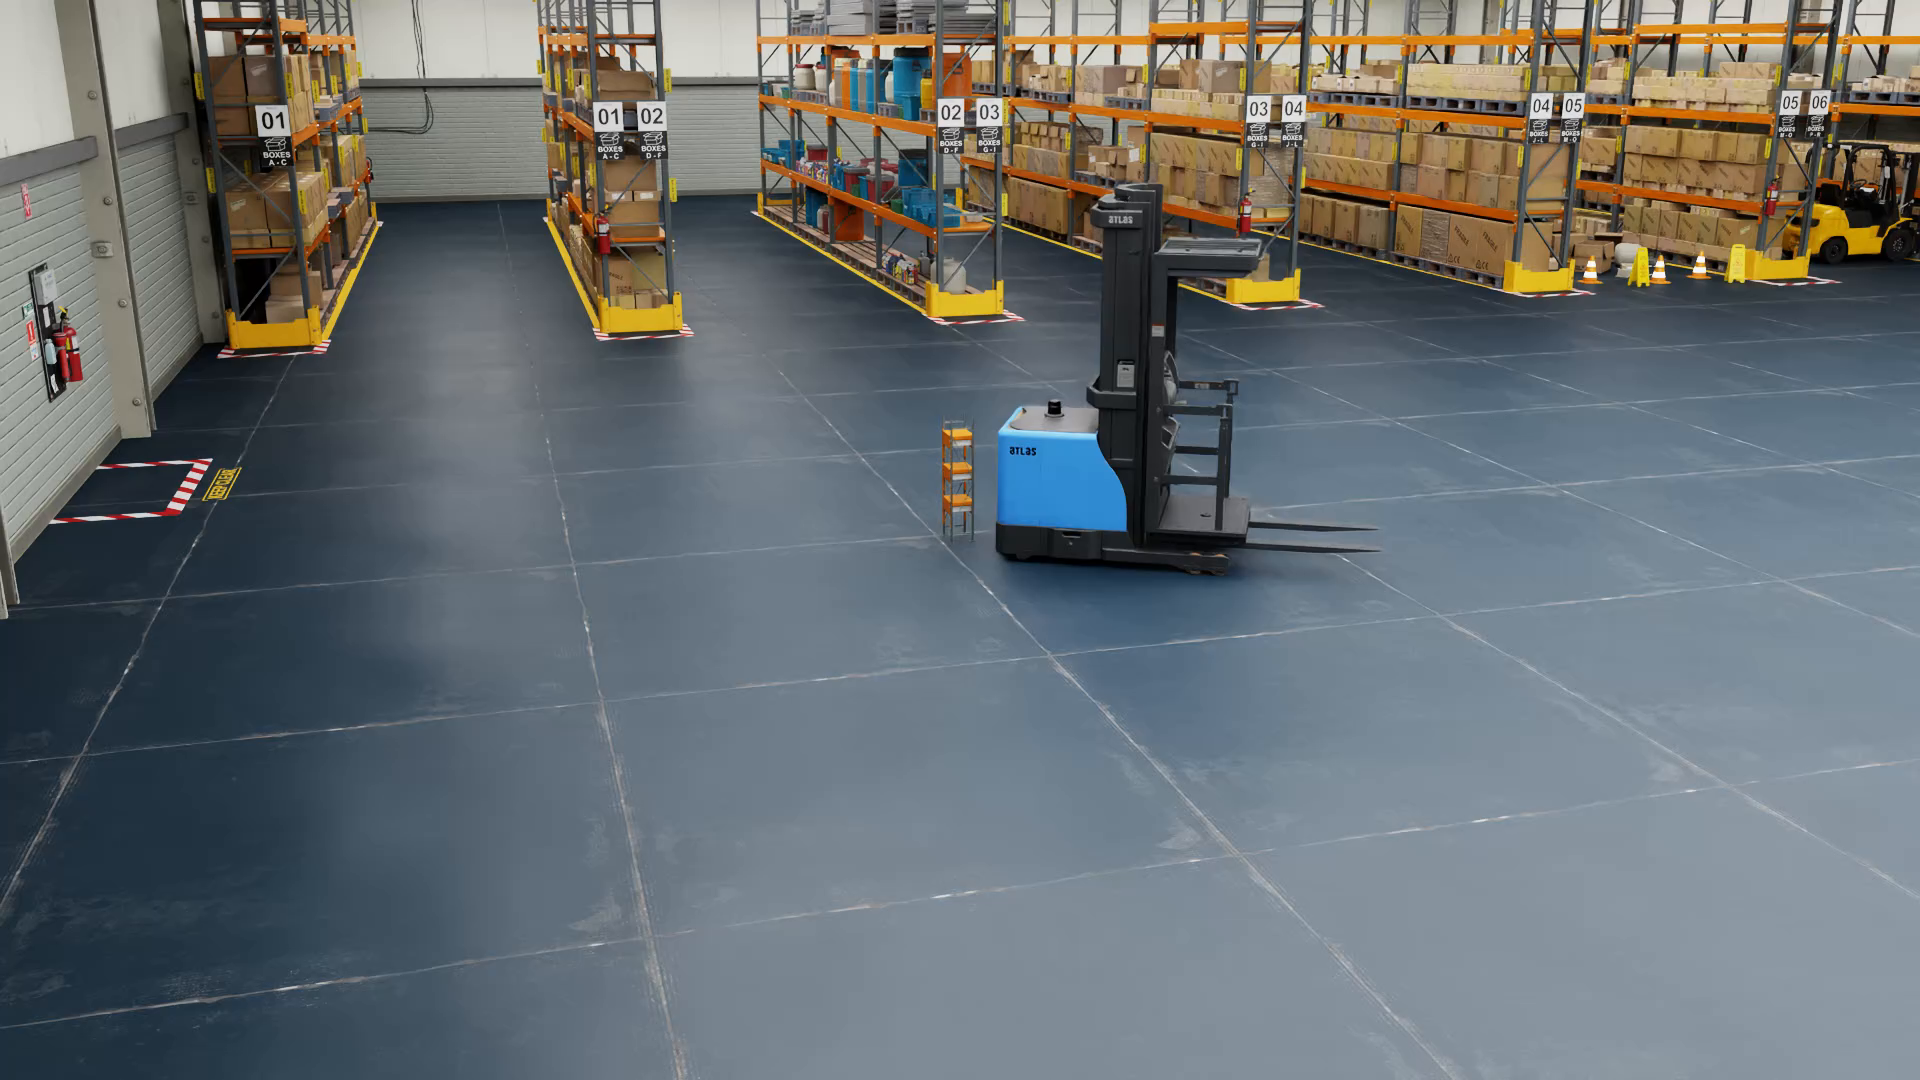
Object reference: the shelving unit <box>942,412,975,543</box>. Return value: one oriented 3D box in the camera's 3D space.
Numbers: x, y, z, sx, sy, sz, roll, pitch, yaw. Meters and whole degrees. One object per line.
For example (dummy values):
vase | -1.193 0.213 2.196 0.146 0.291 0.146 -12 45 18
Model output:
shelving unit | -0.015 -0.518 13.850 0.215 1.050 0.252 -5 17 -15

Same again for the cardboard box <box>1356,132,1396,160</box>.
cardboard box | 8.171 -7.695 32.442 0.700 0.500 0.500 -5 17 -15

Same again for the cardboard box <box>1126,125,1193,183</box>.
cardboard box | 3.715 -7.104 30.616 1.000 1.000 1.000 -5 17 -15

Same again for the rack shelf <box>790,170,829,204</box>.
rack shelf | -2.613 -7.308 34.319 1.077 0.370 4.000 -5 17 -15

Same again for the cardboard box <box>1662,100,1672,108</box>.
cardboard box | 13.400 -8.170 31.159 0.380 0.149 0.250 -4 17 -14

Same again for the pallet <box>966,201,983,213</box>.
pallet | 0.796 -8.154 40.730 1.003 0.211 1.213 -5 17 -15

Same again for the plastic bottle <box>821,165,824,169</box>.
plastic bottle | -2.811 -7.501 33.911 0.061 0.283 0.133 -5 17 -15

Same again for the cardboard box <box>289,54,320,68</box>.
cardboard box | -12.406 -9.072 31.483 0.500 0.250 0.500 -5 18 -17

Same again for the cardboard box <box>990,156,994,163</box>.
cardboard box | 0.918 -8.821 38.539 0.380 0.149 0.250 -4 17 -14

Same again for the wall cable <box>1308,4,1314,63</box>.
wall cable | 11.608 -15.198 48.842 2.988 3.039 0.133 -5 17 -15

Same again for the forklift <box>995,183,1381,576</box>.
forklift | 1.857 -1.292 13.158 3.031 2.935 1.130 3 17 11

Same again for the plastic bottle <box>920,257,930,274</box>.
plastic bottle | -0.593 -4.672 28.263 0.152 0.276 0.135 -5 17 -15

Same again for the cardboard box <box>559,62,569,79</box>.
cardboard box | -7.489 -9.035 32.525 0.600 0.600 0.600 -5 18 -17

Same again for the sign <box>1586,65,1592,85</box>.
sign | 10.230 -7.578 27.095 0.100 0.325 0.005 -5 17 -15

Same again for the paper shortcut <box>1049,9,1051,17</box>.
paper shortcut | 1.831 -10.755 33.872 0.009 0.170 0.078 6 -17 -18

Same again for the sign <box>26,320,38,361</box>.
sign | -8.070 -1.739 14.464 0.001 0.329 0.234 -5 17 -15

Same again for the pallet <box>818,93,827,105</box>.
pallet | -2.179 -8.665 32.699 1.003 0.211 1.213 -5 17 -15

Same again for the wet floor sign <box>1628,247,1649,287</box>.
wet floor sign | 11.606 -4.664 28.356 0.267 0.644 0.232 -8 18 -25

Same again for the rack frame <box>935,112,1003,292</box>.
rack frame | 0.135 -4.887 25.007 1.000 3.000 0.127 -5 17 -15

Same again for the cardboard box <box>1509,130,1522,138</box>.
cardboard box | 12.129 -8.524 35.693 0.500 0.500 0.500 -5 17 -17

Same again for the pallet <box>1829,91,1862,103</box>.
pallet | 17.843 -9.150 34.317 0.805 0.209 1.217 -5 18 -17

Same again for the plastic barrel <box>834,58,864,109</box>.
plastic barrel | -2.046 -8.532 31.057 0.600 0.901 0.600 0 17 0

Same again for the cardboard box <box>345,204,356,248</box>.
cardboard box | -11.899 -5.945 31.535 0.750 0.750 0.750 -5 17 -16

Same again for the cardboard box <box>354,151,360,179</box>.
cardboard box | -12.821 -7.718 33.910 0.980 0.700 0.700 -4 17 -14

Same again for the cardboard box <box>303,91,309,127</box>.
cardboard box | -9.798 -6.293 24.265 0.500 0.500 0.500 -5 18 -17

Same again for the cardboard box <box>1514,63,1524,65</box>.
cardboard box | 14.803 -12.343 43.490 0.500 0.250 0.500 -5 17 -16

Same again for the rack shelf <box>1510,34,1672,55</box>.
rack shelf | 12.777 -10.059 33.742 1.077 0.370 4.000 -5 17 -15

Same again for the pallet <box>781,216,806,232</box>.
pallet | -3.402 -7.071 37.125 1.003 0.211 1.213 -5 17 -15

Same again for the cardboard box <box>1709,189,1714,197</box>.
cardboard box | 13.856 -6.313 30.191 0.380 0.149 0.250 -4 17 -14

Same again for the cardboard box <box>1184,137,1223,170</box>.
cardboard box | 4.101 -6.496 27.933 0.500 0.500 0.500 -5 17 -15

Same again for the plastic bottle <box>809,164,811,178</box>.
plastic bottle | -3.078 -7.632 34.369 0.097 0.271 0.097 0 17 0

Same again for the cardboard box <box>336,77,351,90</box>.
cardboard box | -12.624 -9.249 33.670 0.500 0.250 0.500 -5 17 -15

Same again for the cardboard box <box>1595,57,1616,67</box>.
cardboard box | 15.647 -11.570 40.337 0.396 0.266 0.258 -5 17 -16

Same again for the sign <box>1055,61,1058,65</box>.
sign | 2.119 -10.478 36.961 0.100 0.325 0.005 -5 17 -15

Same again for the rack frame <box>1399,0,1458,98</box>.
rack frame | 8.595 -9.622 30.343 1.000 3.000 0.127 -5 17 -15

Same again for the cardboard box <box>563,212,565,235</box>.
cardboard box | -7.740 -6.391 33.593 0.500 0.500 0.500 -4 17 -15

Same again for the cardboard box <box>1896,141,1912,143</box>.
cardboard box | 18.720 -7.789 32.851 0.380 0.149 0.250 -5 17 -16

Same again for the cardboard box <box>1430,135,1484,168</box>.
cardboard box | 8.943 -6.930 29.671 0.875 0.550 0.550 -5 17 -15

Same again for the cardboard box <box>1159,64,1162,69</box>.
cardboard box | 5.167 -11.756 41.359 0.380 0.149 0.250 -5 17 -16

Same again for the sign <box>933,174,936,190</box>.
sign | -0.432 -6.166 28.785 0.100 0.325 0.005 -5 17 -15

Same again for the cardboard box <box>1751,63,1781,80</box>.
cardboard box | 17.244 -9.901 35.406 0.500 0.500 0.500 -4 17 -14

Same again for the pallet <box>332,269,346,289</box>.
pallet | -11.044 -4.428 28.326 1.003 0.211 1.213 -5 17 -15

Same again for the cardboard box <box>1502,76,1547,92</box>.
cardboard box | 9.291 -7.512 27.372 0.500 0.250 0.500 -4 17 -15

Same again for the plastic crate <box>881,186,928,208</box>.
plastic crate | -0.942 -5.809 28.184 0.767 0.338 0.504 -5 17 -15

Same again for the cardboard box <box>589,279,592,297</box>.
cardboard box | -5.483 -3.919 25.836 0.500 0.250 0.500 -5 17 -15

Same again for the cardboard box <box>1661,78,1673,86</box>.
cardboard box | 13.309 -8.535 30.990 0.380 0.149 0.250 -5 17 -16

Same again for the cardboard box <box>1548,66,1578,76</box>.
cardboard box | 9.909 -7.707 27.329 0.380 0.149 0.250 -5 17 -15

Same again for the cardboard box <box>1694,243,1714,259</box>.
cardboard box | 13.811 -5.292 30.407 0.500 0.250 0.500 -5 17 -15

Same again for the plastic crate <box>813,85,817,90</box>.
plastic crate | -3.240 -9.945 36.860 0.497 0.269 0.590 -5 17 -15

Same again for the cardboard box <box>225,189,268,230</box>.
cardboard box | -9.724 -4.514 22.688 0.500 0.500 0.500 -5 17 -16

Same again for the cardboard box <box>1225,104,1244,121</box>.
cardboard box | 4.521 -6.757 26.278 0.500 0.250 0.500 -4 17 -14

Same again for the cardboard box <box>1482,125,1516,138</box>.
cardboard box | 11.834 -8.924 36.535 0.500 0.500 0.500 -5 17 -17

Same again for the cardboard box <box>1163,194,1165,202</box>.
cardboard box | 3.720 -6.044 29.296 0.380 0.149 0.250 -5 17 -15

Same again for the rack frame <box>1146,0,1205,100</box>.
rack frame | 3.798 -9.258 29.131 1.000 3.000 0.127 -5 17 -15

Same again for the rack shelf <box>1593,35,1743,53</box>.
rack shelf | 16.449 -11.559 38.735 1.077 0.370 4.000 -5 17 -15

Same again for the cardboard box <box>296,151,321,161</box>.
cardboard box | -11.362 -6.705 28.993 0.380 0.149 0.250 -8 18 -24

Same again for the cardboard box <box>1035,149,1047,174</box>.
cardboard box | 1.909 -8.079 35.459 0.500 0.500 0.500 -4 17 -14
